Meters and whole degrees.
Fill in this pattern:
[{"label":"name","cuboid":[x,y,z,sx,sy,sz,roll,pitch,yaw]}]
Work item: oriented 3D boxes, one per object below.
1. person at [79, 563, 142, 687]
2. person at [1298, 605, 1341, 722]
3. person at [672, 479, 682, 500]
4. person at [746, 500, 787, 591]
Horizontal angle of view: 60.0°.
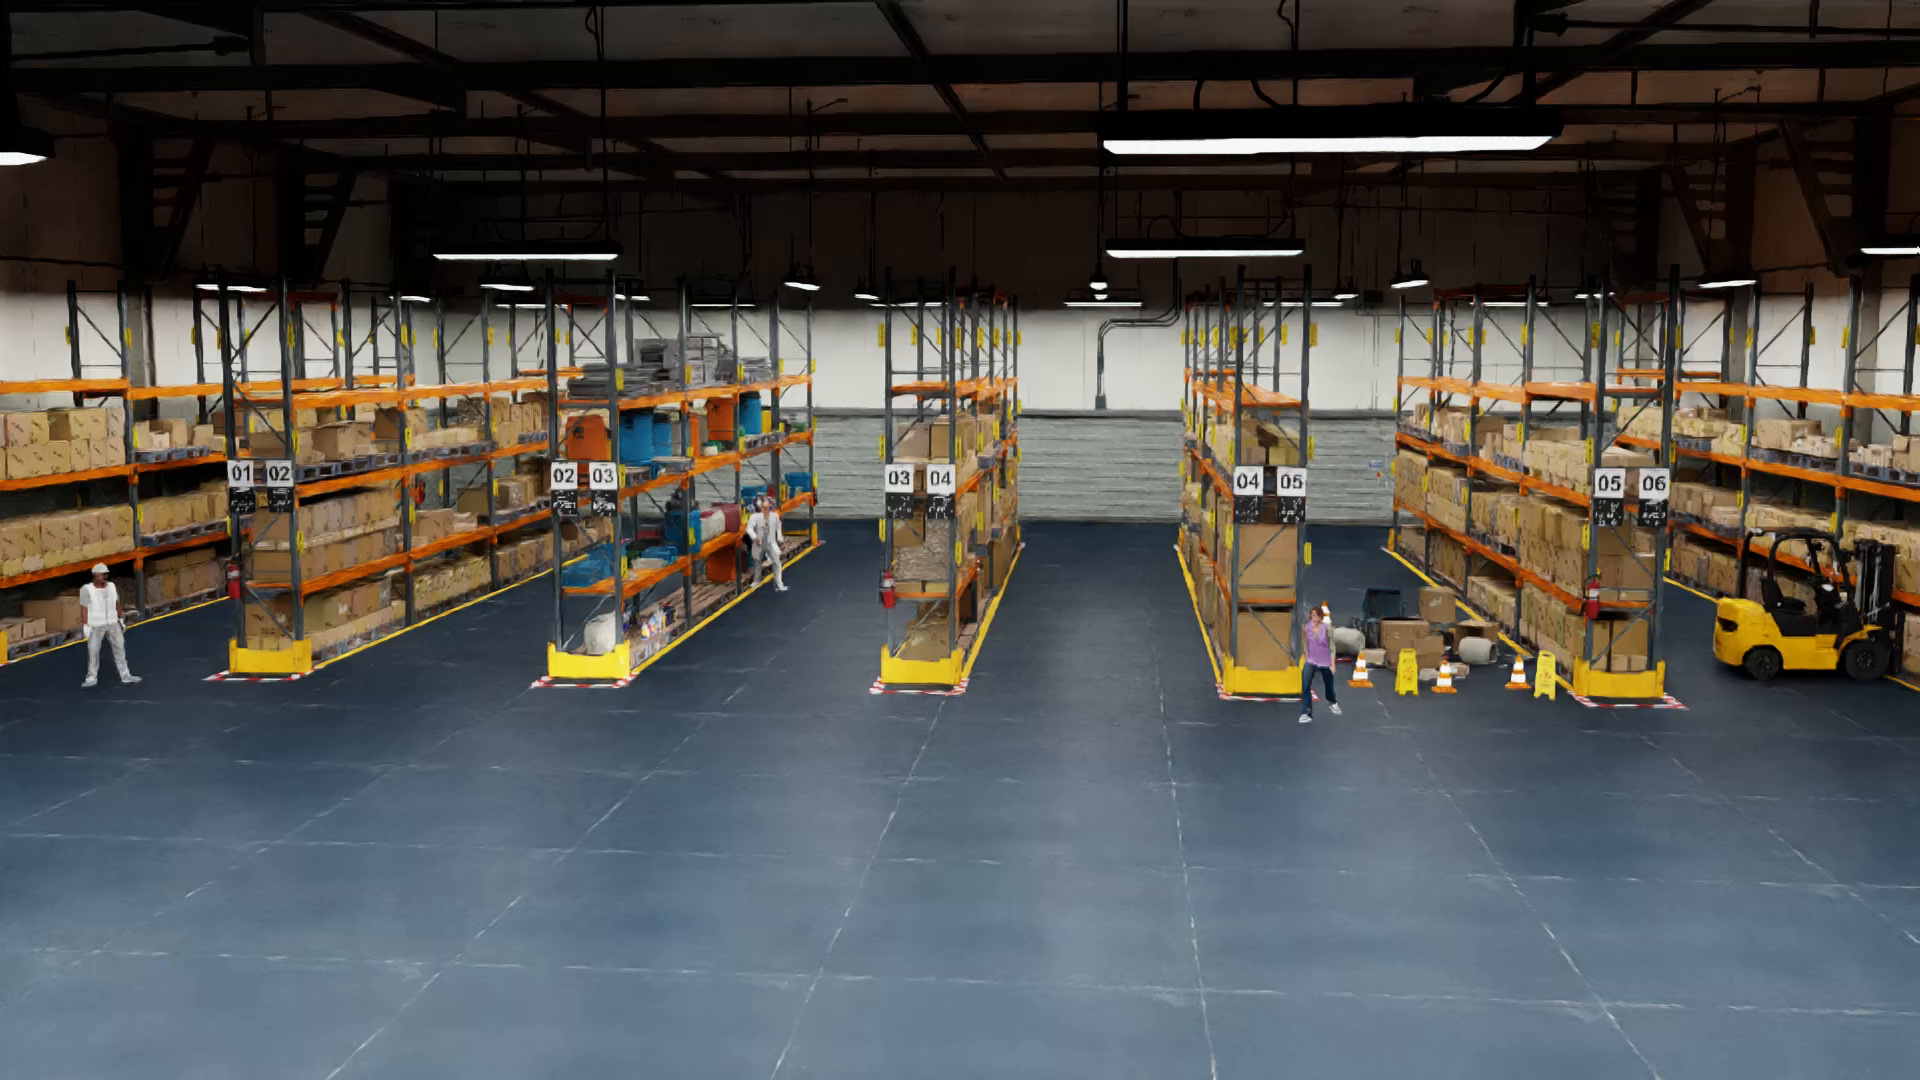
[{"label":"person","cuboid":[-12.273,1.209,23.892,0.542,1.778,0.723,6,9,39]},{"label":"person","cuboid":[4.732,1.590,21.830,0.455,1.531,0.868,3,8,26]},{"label":"person","cuboid":[-6.691,-0.692,40.094,0.543,1.647,1.115,1,7,7]},{"label":"person","cuboid":[-3.646,0.108,31.182,0.735,1.660,0.898,-1,7,-11]}]
